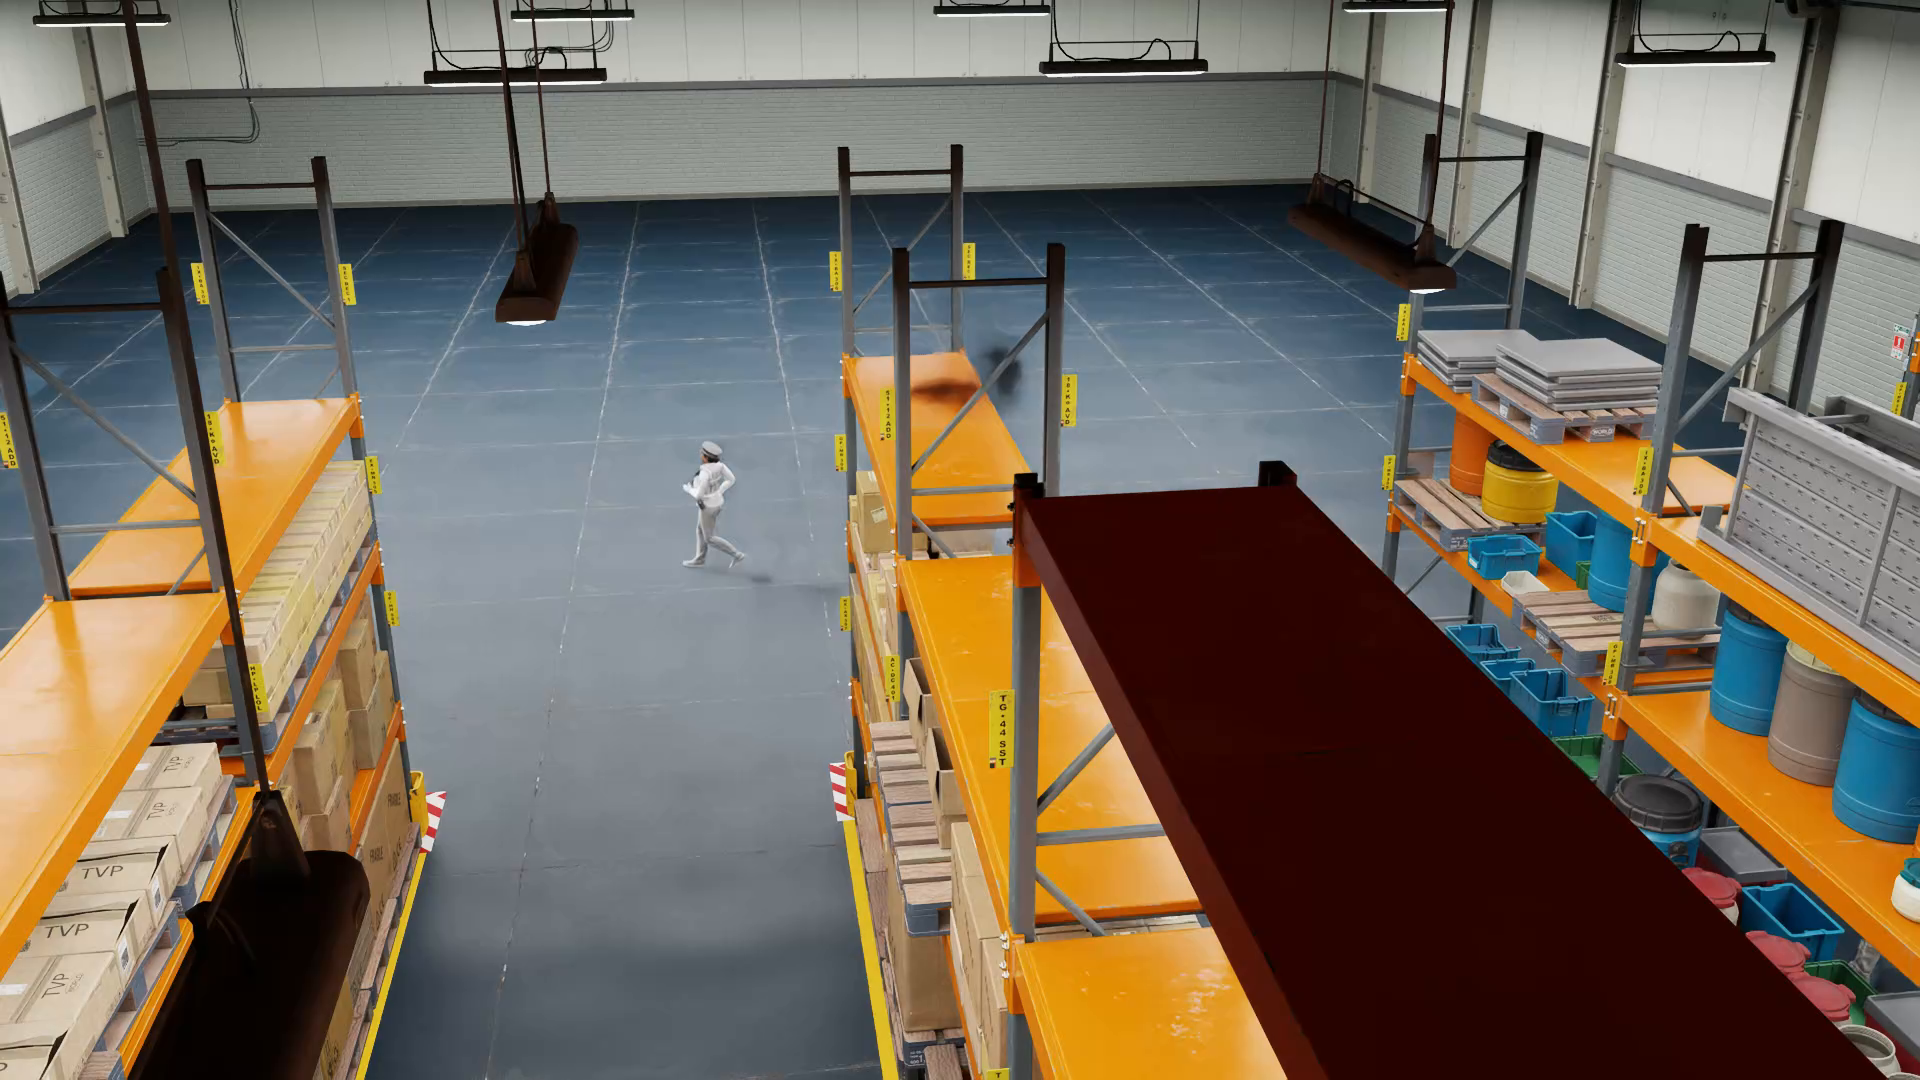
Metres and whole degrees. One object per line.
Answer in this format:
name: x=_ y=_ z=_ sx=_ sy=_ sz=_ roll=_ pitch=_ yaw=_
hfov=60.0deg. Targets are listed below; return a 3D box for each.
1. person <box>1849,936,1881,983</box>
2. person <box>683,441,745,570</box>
person: x=7.108 y=2.691 z=12.403 sx=0.667 sy=1.808 sz=0.894 roll=-6 pitch=22 yaw=-15
person: x=-3.040 y=-0.407 z=20.365 sx=0.896 sy=1.670 sz=0.622 roll=7 pitch=23 yaw=17
